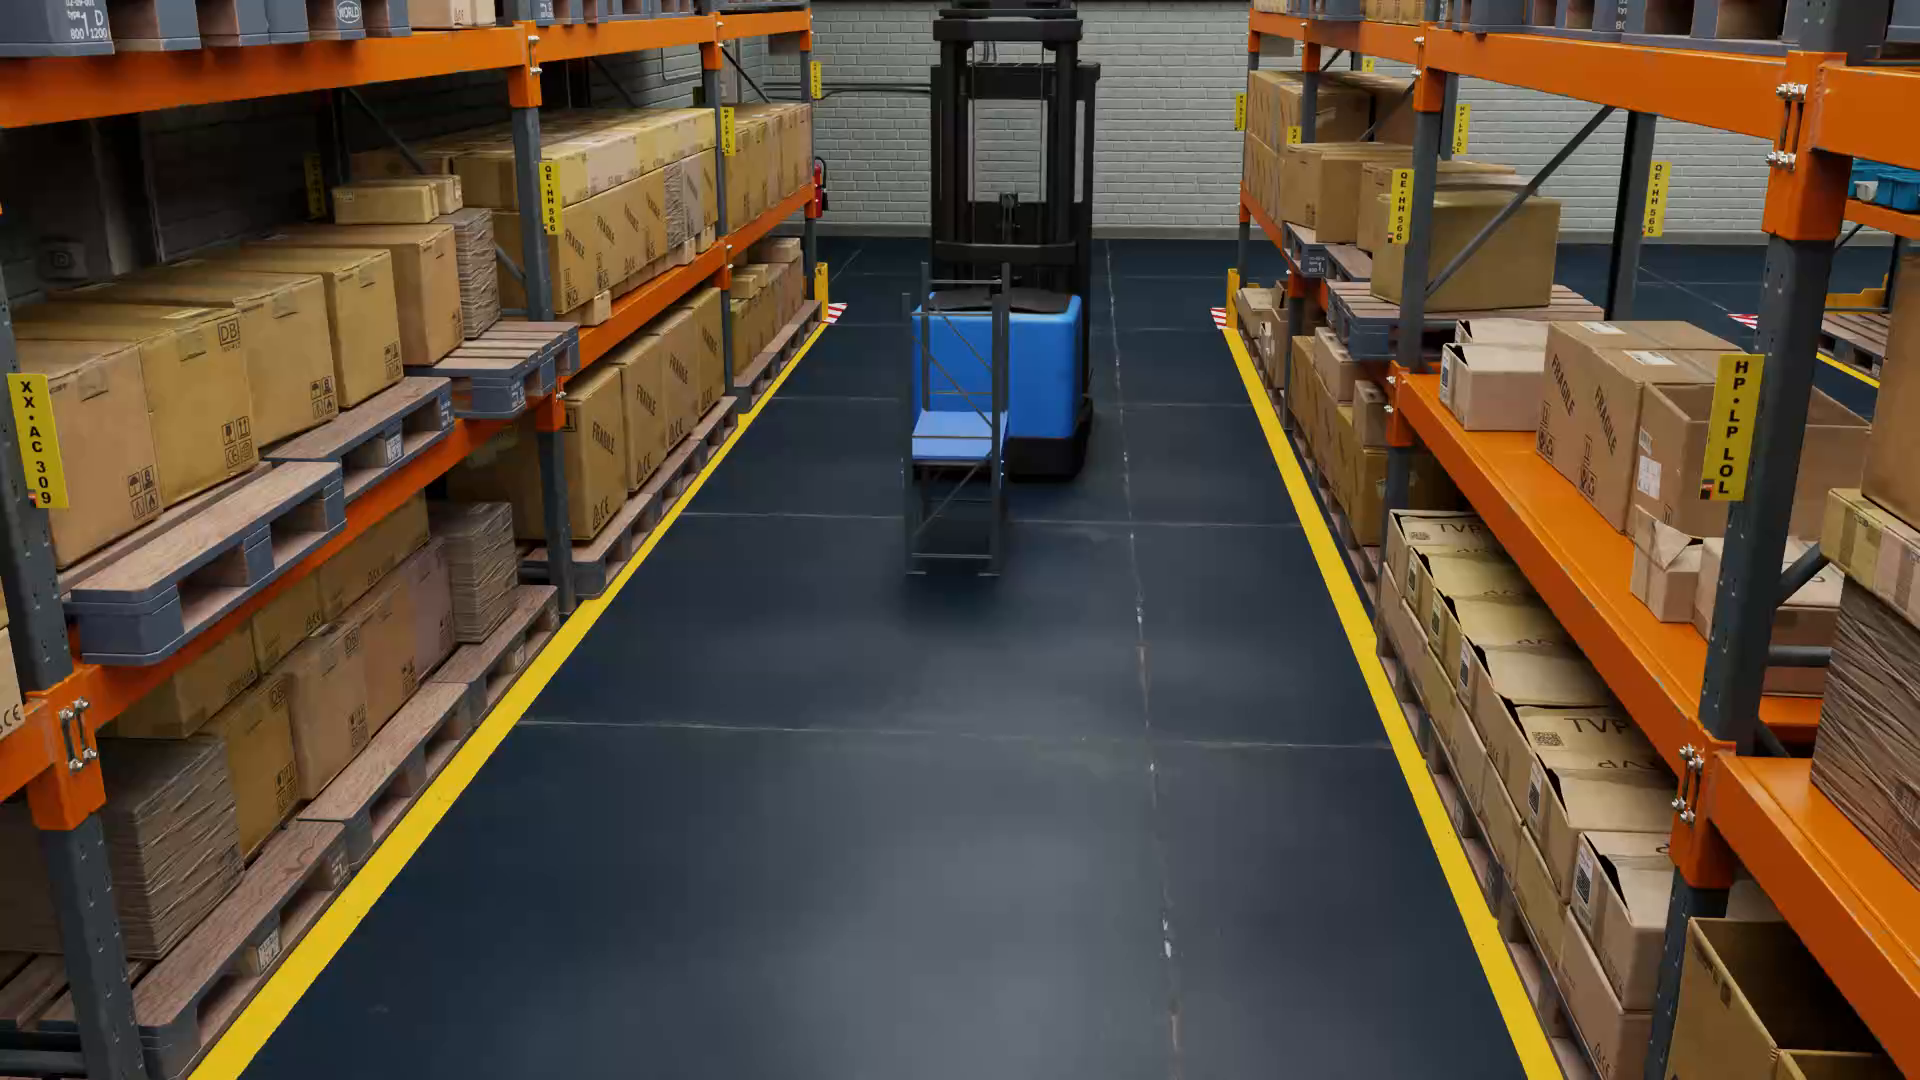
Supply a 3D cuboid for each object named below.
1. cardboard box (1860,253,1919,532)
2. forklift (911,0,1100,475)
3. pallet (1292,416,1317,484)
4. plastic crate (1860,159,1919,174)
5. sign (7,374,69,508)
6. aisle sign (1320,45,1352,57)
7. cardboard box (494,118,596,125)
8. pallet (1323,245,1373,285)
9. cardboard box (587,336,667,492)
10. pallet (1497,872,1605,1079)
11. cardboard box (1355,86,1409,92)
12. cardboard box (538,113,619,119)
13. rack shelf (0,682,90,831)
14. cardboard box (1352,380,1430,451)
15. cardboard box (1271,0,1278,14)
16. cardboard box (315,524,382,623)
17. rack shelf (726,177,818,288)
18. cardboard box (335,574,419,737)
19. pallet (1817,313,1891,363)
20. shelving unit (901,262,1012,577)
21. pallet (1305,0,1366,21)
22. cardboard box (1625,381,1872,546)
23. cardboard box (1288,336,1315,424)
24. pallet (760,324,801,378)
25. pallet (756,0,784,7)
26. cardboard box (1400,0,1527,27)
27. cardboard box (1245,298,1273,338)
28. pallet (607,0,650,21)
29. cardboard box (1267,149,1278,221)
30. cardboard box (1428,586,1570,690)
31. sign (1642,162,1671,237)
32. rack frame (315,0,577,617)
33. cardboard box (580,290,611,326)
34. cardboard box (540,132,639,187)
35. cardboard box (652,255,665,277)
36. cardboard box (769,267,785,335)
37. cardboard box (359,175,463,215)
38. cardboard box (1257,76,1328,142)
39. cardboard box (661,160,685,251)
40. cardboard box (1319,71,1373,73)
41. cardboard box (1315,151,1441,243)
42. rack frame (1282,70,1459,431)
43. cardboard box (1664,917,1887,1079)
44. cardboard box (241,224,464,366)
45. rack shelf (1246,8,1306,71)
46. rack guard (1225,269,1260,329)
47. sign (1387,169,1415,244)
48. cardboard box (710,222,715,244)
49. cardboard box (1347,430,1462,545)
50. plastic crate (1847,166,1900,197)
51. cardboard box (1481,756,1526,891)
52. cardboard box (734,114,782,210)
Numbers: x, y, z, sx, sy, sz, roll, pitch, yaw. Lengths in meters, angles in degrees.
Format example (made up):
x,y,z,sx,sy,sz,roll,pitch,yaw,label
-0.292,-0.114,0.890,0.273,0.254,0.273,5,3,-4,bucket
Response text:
x,y,z,sx,sy,sz,roll,pitch,yaw,label
2.196,-0.247,3.115,0.700,0.500,0.500,1,18,4,cardboard box
0.379,-2.214,11.473,1.130,2.935,3.031,2,18,7,forklift
2.775,-0.627,10.997,1.003,0.211,1.213,1,18,4,pallet
8.185,-3.273,14.441,0.616,0.435,0.499,1,18,4,plastic crate
-2.178,-0.232,3.923,0.100,0.325,0.005,1,18,4,sign
3.392,-4.697,14.766,0.394,0.787,0.004,1,18,4,aisle sign
-2.501,-2.414,10.098,0.500,0.250,0.500,1,18,2,cardboard box
2.643,-1.476,9.418,1.003,0.211,1.213,1,18,4,pallet
-2.180,-0.748,9.666,0.750,0.750,0.750,1,18,4,cardboard box
2.236,1.375,4.888,1.003,0.211,1.213,1,18,4,pallet
3.146,-3.028,12.081,0.500,0.500,0.500,1,18,2,cardboard box
-2.470,-2.570,10.574,0.500,0.250,0.500,1,18,5,cardboard box
-2.863,1.133,2.304,1.077,0.370,4.000,1,18,4,rack shelf
2.341,-0.654,8.705,0.500,0.250,0.500,2,18,6,cardboard box
2.679,-4.182,12.793,0.500,0.250,0.500,1,18,4,cardboard box
-2.568,0.110,6.373,0.500,0.250,0.500,1,18,4,cardboard box
-2.003,-2.594,13.678,1.077,0.370,4.000,1,18,4,rack shelf
-2.593,0.444,6.560,0.700,0.500,0.500,1,18,4,cardboard box
7.924,-1.756,14.442,1.003,0.211,1.213,1,18,4,pallet
-0.006,-0.686,9.109,0.538,1.500,1.048,1,18,4,shelving unit
2.607,-3.018,9.302,1.213,0.211,1.003,1,18,4,pallet
2.331,-0.170,4.964,0.500,0.500,0.500,3,18,8,cardboard box
2.517,-1.082,11.215,0.500,0.500,0.500,0,18,1,cardboard box
-1.929,-1.604,13.979,1.003,0.211,1.213,1,18,4,pallet
-1.987,-4.330,13.145,1.003,0.211,1.213,1,18,4,pallet
2.506,-2.572,7.478,0.910,0.500,0.500,1,18,4,cardboard box
2.688,-1.877,14.043,0.500,0.250,0.500,1,18,4,cardboard box
-2.362,-2.957,9.115,1.003,0.211,1.213,2,18,6,pallet
2.645,-2.734,12.788,0.500,0.500,0.500,2,18,5,cardboard box
2.110,0.355,6.362,0.500,0.311,0.500,1,18,2,cardboard box
3.062,-1.502,7.330,0.100,0.325,0.005,1,18,4,sign
-2.433,-1.072,7.879,1.000,3.000,0.127,1,18,4,rack frame
-2.048,-1.218,8.695,0.380,0.149,0.250,2,18,6,cardboard box
-2.073,-2.085,9.093,0.500,0.250,0.500,1,18,4,cardboard box
-2.023,-1.700,10.165,0.380,0.149,0.250,1,18,2,cardboard box
-1.881,-2.037,14.164,0.700,0.500,0.500,1,18,2,cardboard box
-2.428,-1.529,7.364,0.380,0.149,0.250,-1,18,-3,cardboard box
2.716,-3.521,13.584,0.500,0.500,0.500,2,18,5,cardboard box
-1.999,-2.050,10.190,0.500,0.500,0.500,1,18,4,cardboard box
3.324,-3.826,14.516,0.500,0.500,0.500,1,18,3,cardboard box
2.552,-2.095,10.165,0.700,0.500,0.500,4,19,13,cardboard box
2.795,-2.205,11.336,1.000,3.000,0.127,1,18,4,rack frame
1.876,1.167,3.581,0.500,0.500,0.500,1,18,4,cardboard box
-2.470,-1.009,6.817,0.700,0.500,0.500,0,18,-1,cardboard box
2.939,-3.910,12.877,1.077,0.370,4.000,1,18,4,rack shelf
3.076,-2.236,15.445,1.175,0.500,0.348,1,18,4,rack guard
1.966,-1.485,7.405,0.100,0.325,0.005,1,18,4,sign
-1.888,-2.094,11.366,0.380,0.149,0.250,1,18,4,cardboard box
2.341,-0.280,8.768,0.500,0.500,0.500,2,18,6,cardboard box
7.629,-3.011,13.968,0.416,0.233,0.300,1,18,4,plastic crate
2.036,0.935,5.493,0.500,0.250,0.500,2,18,5,cardboard box
-1.991,-3.078,13.518,0.980,0.700,0.700,0,18,1,cardboard box
